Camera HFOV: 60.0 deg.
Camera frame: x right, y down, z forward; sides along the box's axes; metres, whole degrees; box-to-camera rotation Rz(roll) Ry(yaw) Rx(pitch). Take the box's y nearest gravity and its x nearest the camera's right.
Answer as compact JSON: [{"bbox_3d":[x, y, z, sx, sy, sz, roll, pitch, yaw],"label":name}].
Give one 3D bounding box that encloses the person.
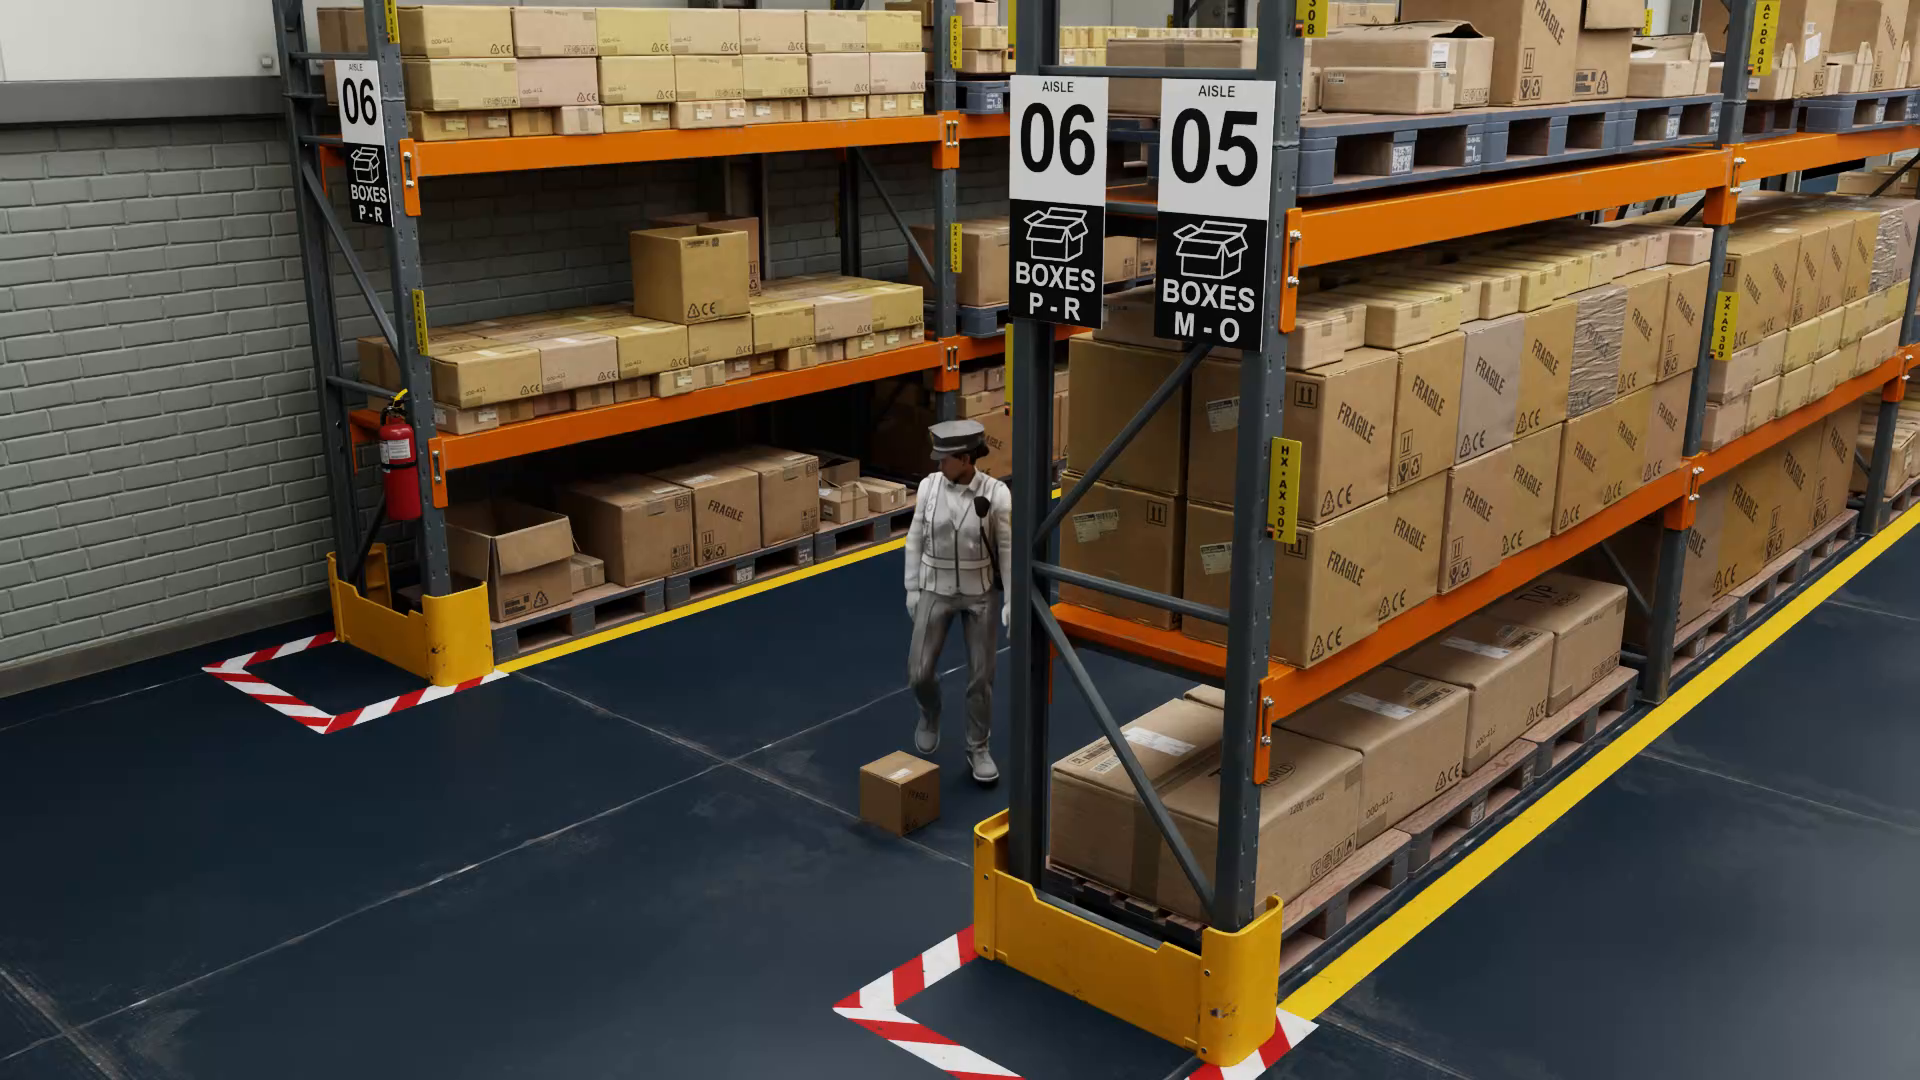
[{"bbox_3d":[0.003,0.287,7.558,0.533,1.660,0.376,2,17,5],"label":"person"}]
